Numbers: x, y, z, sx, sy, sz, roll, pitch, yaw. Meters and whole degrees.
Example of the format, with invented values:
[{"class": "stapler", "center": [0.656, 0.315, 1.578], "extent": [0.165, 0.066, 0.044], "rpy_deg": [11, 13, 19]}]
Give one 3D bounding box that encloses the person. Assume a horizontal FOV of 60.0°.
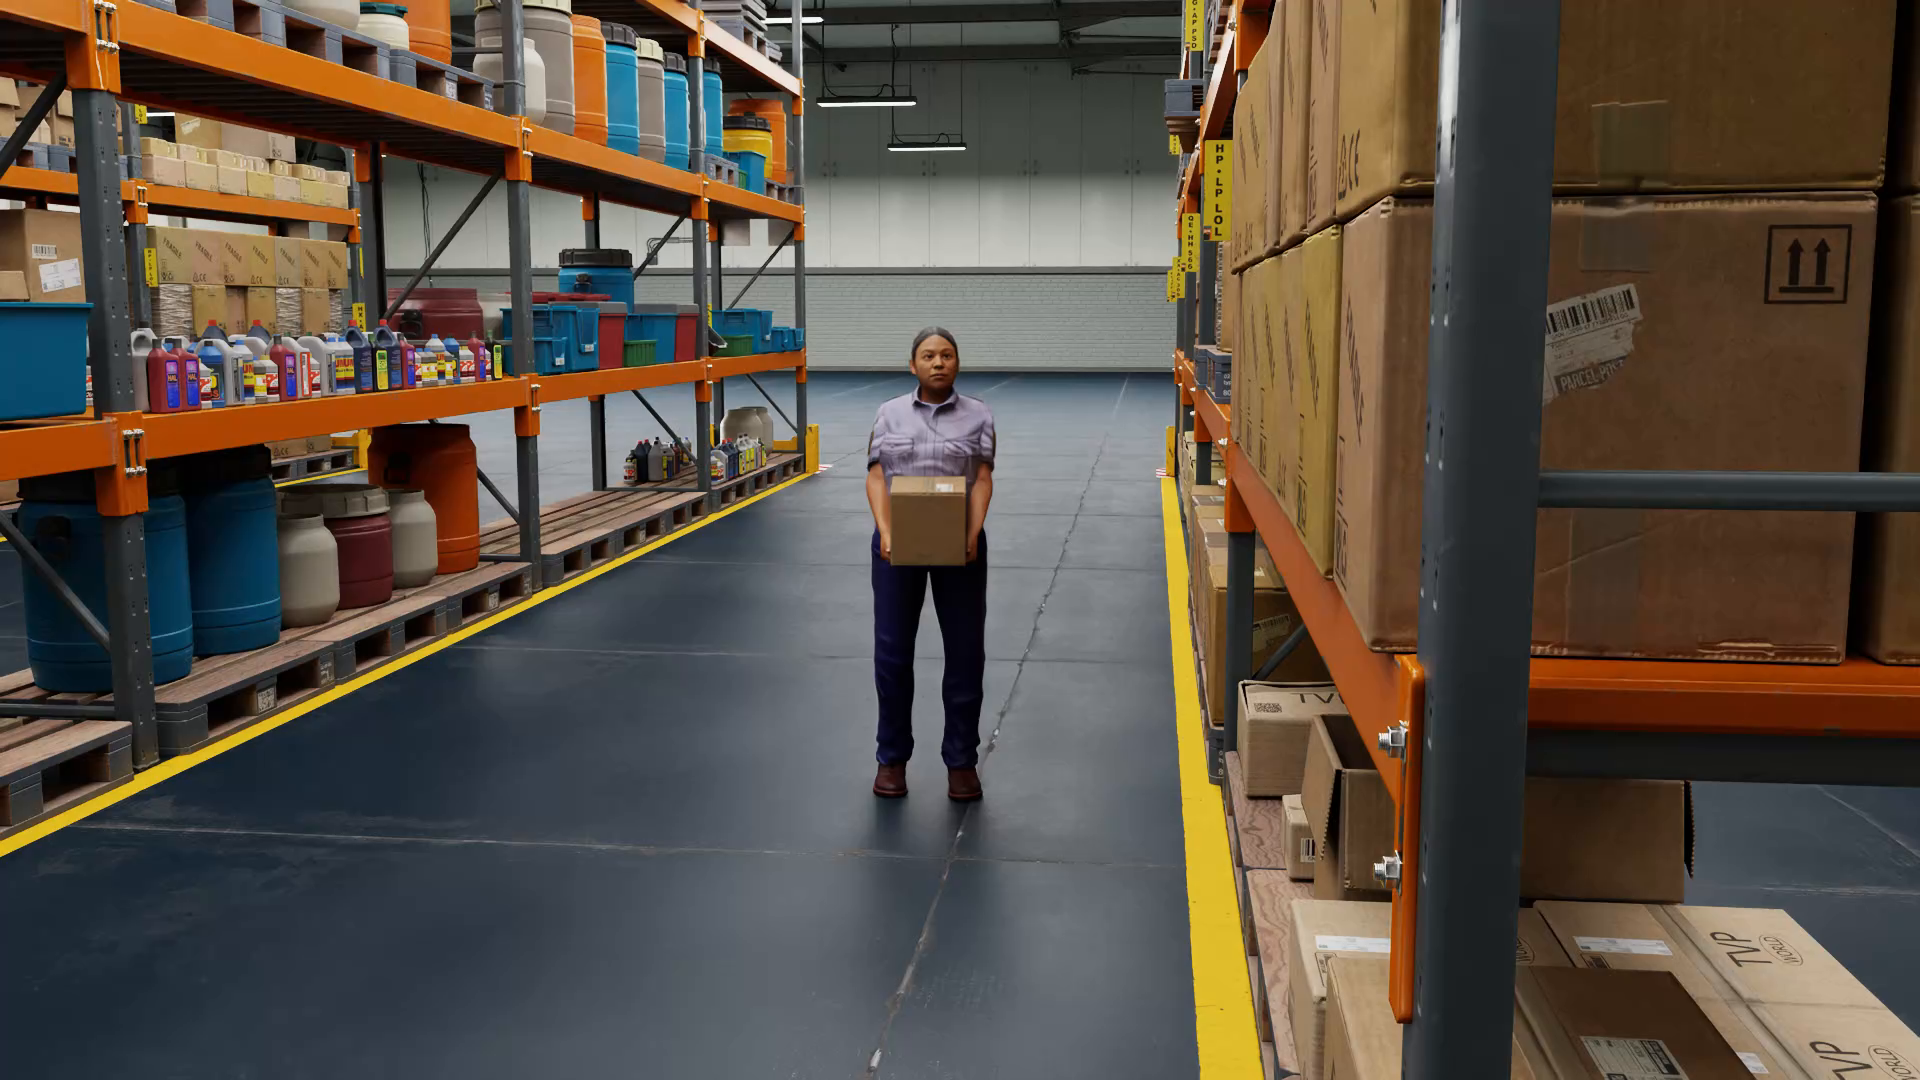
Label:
[{"class": "person", "center": [-0.101, 0.082, 5.796], "extent": [0.453, 1.639, 0.520], "rpy_deg": [0, 8, 0]}]
